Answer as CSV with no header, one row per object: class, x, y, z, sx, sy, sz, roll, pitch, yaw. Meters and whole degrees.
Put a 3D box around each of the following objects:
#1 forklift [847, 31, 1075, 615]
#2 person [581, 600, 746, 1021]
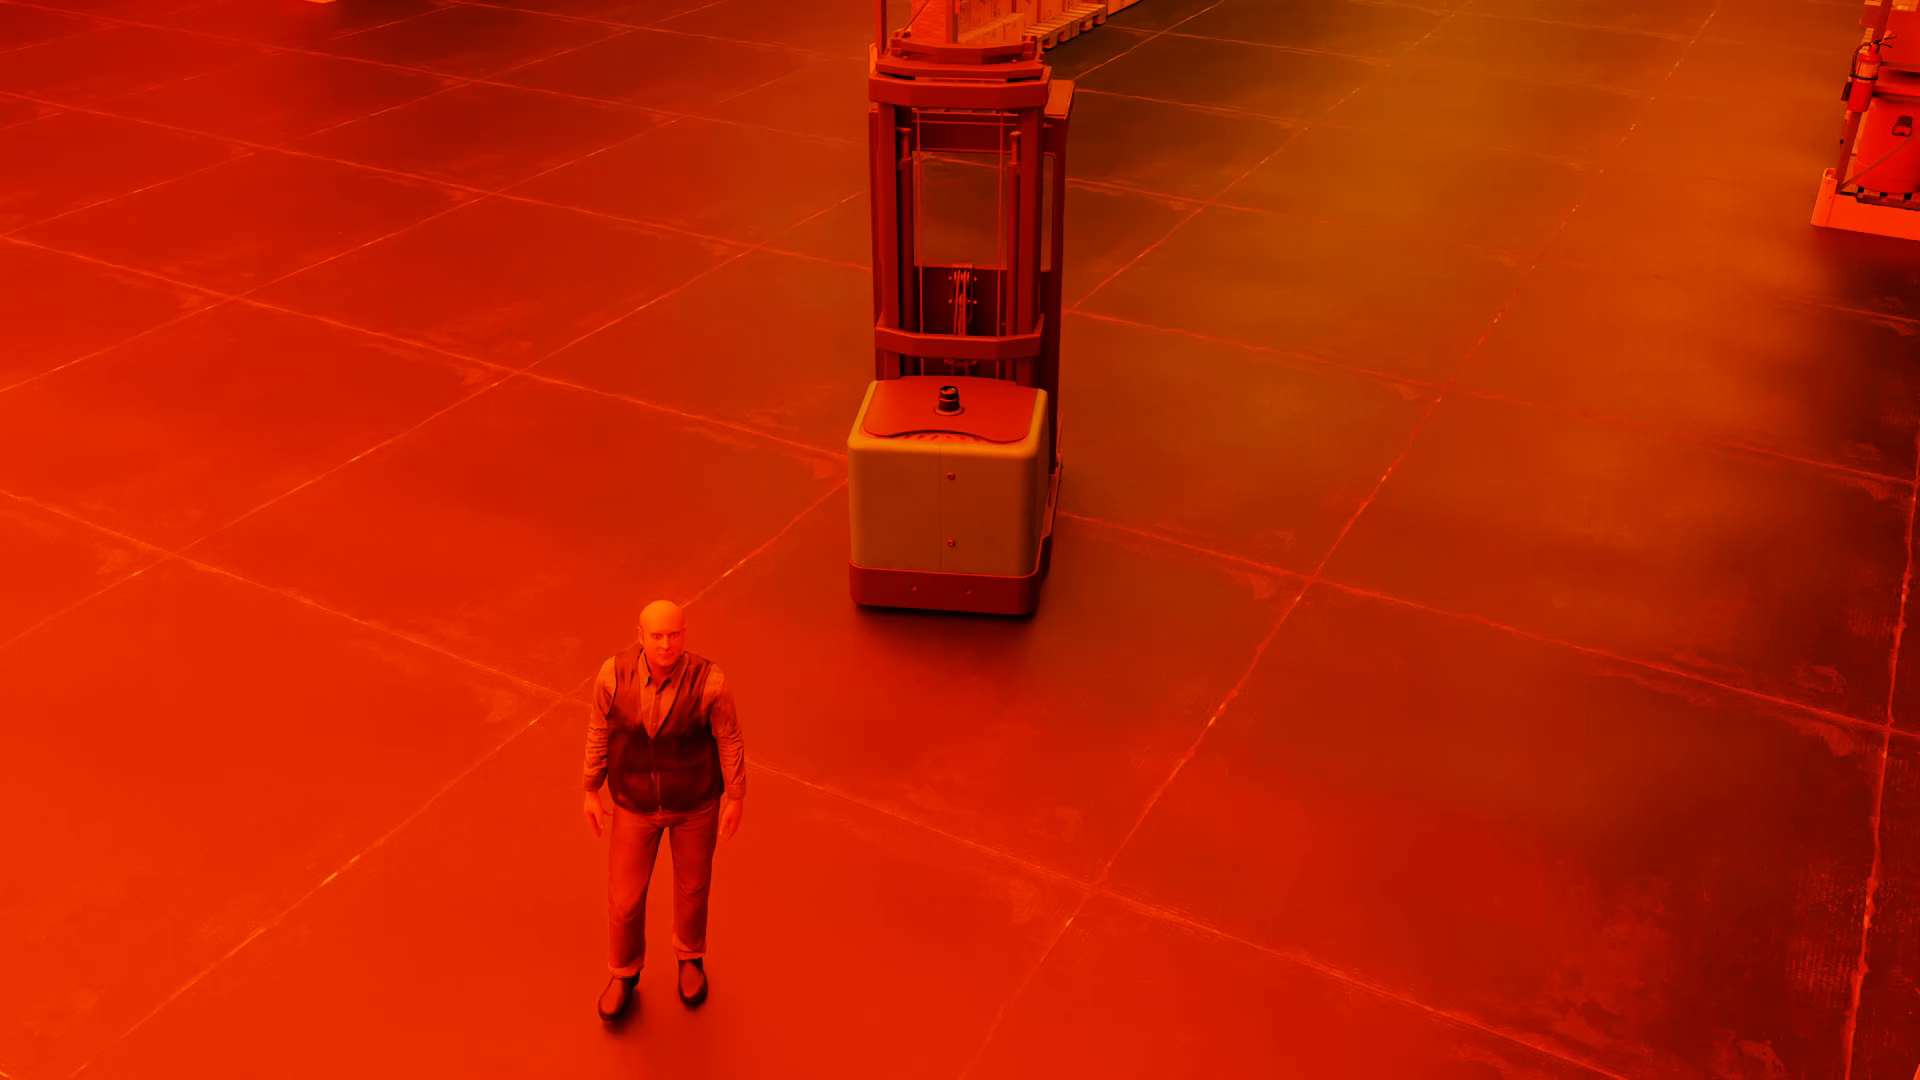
forklift,0.072,-1.572,9.794,1.130,2.935,3.031,3,30,6
person,-1.145,1.055,6.441,0.634,1.718,0.578,-1,30,-2
